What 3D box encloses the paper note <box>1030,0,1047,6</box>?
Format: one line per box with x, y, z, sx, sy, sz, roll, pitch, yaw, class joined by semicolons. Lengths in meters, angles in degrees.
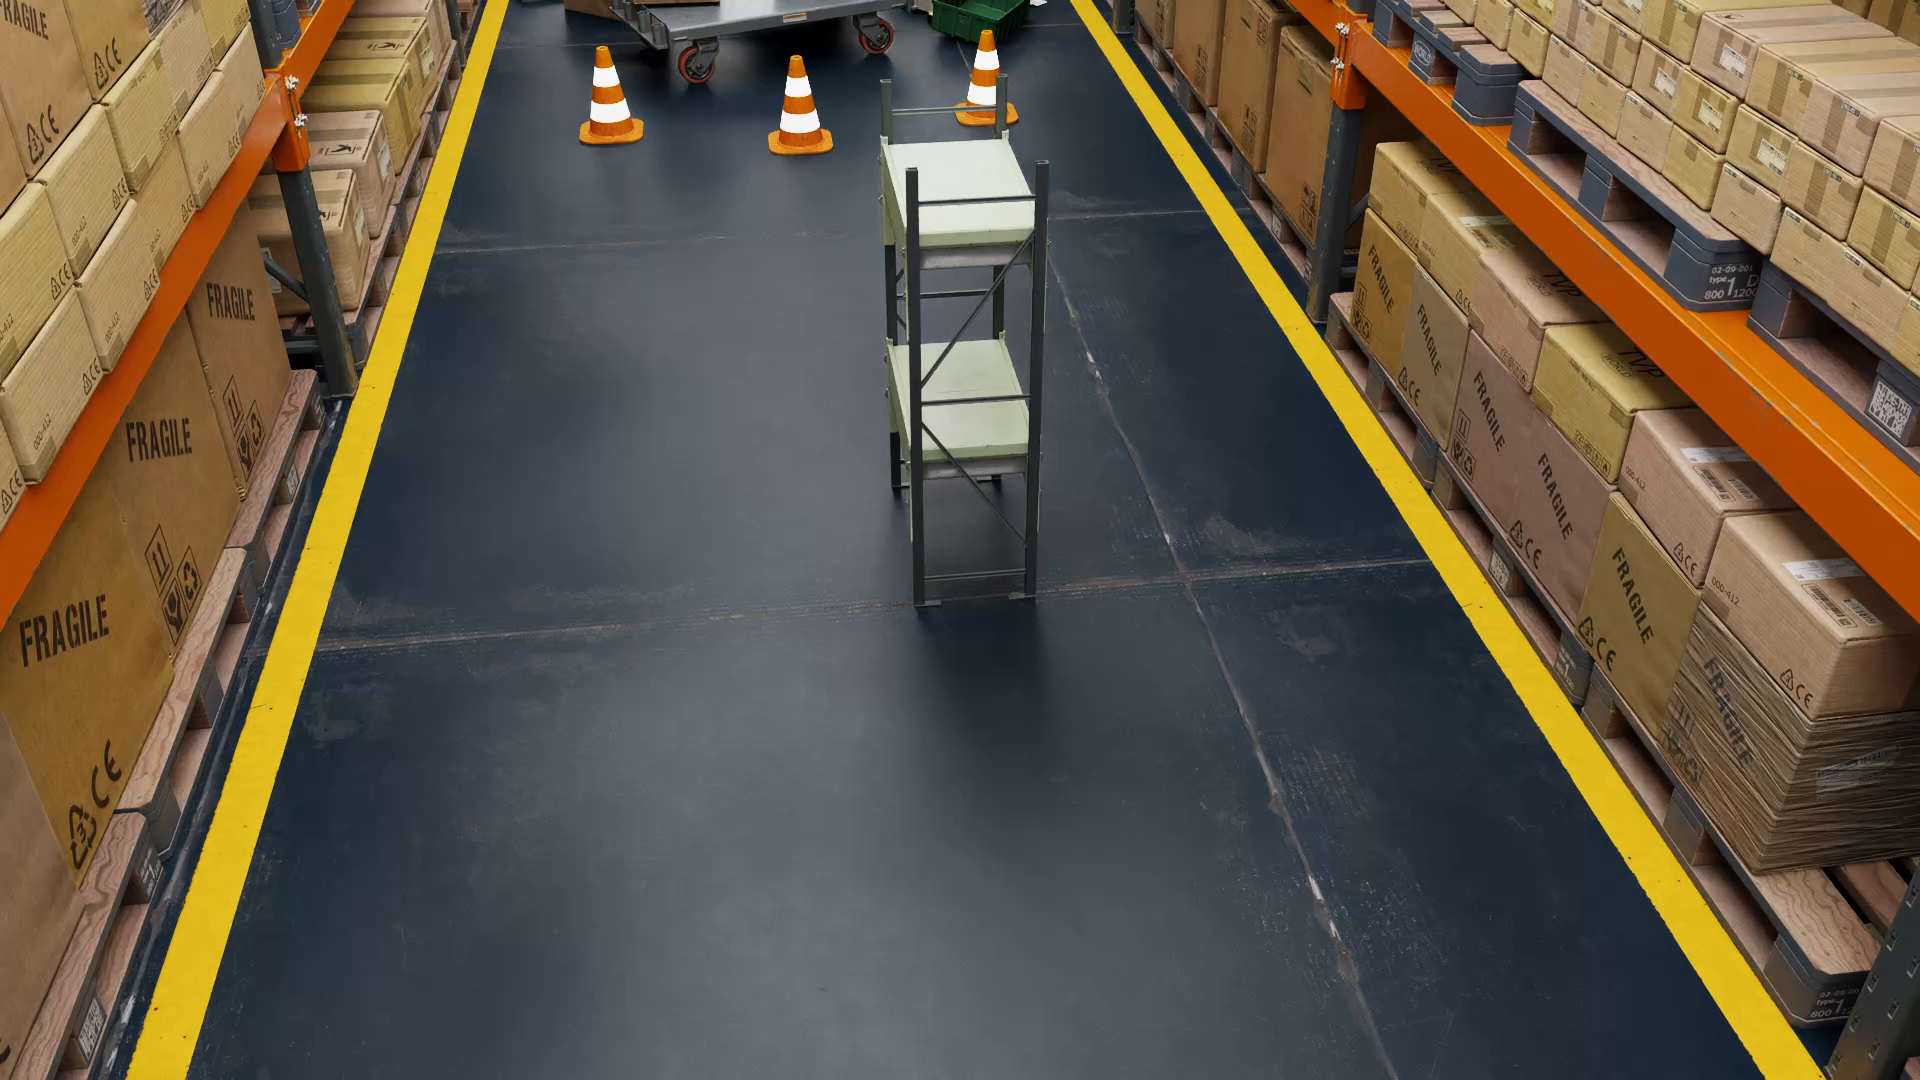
0.471;-3.536;10.911;0.142;0.020;0.147;27;43;34;paper note

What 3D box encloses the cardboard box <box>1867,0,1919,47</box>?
2.722;-1.434;4.512;0.380;0.149;0.250;-3;34;-5;cardboard box

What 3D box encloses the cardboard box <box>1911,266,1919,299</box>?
2.248;-0.539;3.463;0.380;0.149;0.250;-4;34;-6;cardboard box

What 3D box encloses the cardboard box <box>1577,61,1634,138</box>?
2.037;-1.289;4.828;0.380;0.149;0.250;-4;34;-6;cardboard box

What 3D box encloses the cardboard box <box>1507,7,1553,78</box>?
1.967;-1.578;5.252;0.380;0.149;0.250;-3;34;-4;cardboard box

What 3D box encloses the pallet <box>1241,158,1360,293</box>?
1.965;-1.517;7.789;1.003;0.211;1.213;-4;35;-6;pallet

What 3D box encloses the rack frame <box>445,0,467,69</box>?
-3.433;-4.025;8.993;1.000;3.000;0.127;-4;35;-6;rack frame

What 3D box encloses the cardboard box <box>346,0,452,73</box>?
-3.360;-2.820;9.185;0.950;0.372;0.625;-4;34;-6;cardboard box

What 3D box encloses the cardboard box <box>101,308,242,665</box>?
-2.769;-0.199;4.892;0.875;0.875;0.875;-4;34;-6;cardboard box

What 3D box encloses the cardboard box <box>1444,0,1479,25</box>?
1.892;-1.879;5.694;0.380;0.149;0.250;-3;34;-4;cardboard box

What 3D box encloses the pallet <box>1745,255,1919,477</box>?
2.576;-0.350;3.771;1.003;0.211;1.213;-4;35;-6;pallet

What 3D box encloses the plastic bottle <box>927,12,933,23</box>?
-0.074;-3.282;10.511;0.133;0.061;0.283;-24;41;-30;plastic bottle

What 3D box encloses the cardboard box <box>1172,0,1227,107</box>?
1.757;-2.822;8.852;1.050;0.750;0.750;-4;35;-6;cardboard box

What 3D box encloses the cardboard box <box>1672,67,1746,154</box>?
2.104;-1.127;4.326;0.380;0.149;0.250;-4;35;-6;cardboard box

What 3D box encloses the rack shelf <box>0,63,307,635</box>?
-2.626;-0.379;4.282;1.077;0.370;4.000;-4;35;-6;rack shelf

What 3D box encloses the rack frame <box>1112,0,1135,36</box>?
1.458;-4.456;9.625;1.000;3.000;0.127;-4;35;-6;rack frame

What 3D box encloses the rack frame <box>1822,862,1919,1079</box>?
2.534;0.008;3.075;1.000;3.000;0.127;-4;35;-6;rack frame

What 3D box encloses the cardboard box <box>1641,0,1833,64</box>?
2.075;-1.394;4.454;0.380;0.149;0.250;-5;35;-7;cardboard box

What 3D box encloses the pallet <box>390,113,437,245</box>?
-3.160;-1.756;8.139;1.003;0.211;1.213;-4;35;-6;pallet

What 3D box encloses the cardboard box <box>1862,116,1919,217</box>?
2.217;-0.811;3.598;0.380;0.149;0.250;-5;35;-8;cardboard box

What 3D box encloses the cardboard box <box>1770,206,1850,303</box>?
2.184;-0.692;3.953;0.380;0.149;0.250;-6;35;-9;cardboard box

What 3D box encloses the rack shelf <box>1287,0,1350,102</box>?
1.727;-3.043;8.190;1.077;0.370;4.000;-4;35;-6;rack shelf

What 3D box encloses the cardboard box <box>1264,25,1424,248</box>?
2.004;-1.815;7.374;1.050;0.750;0.750;-5;35;-7;cardboard box

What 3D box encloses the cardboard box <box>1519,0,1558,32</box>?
1.974;-1.691;5.154;0.380;0.149;0.250;-4;35;-6;cardboard box

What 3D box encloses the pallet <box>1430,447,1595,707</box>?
2.261;0.044;5.498;1.003;0.211;1.213;-4;35;-6;pallet

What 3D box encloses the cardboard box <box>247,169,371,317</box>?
-2.961;-1.197;6.803;0.950;0.372;0.625;-7;35;-10;cardboard box

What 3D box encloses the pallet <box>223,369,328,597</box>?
-2.864;-0.195;5.848;1.003;0.211;1.213;-4;35;-6;pallet

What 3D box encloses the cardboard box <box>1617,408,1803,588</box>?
2.128;-0.127;4.453;0.500;0.250;0.500;-3;34;-4;cardboard box

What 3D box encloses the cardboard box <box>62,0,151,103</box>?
-2.429;-1.415;4.187;0.500;0.500;0.500;-4;35;-6;cardboard box

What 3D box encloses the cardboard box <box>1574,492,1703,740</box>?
2.116;0.187;4.658;0.500;0.500;0.500;-5;35;-8;cardboard box

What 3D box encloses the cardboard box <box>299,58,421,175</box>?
-3.165;-2.031;8.028;0.950;0.372;0.625;-3;34;-5;cardboard box

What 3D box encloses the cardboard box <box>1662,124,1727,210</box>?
2.106;-0.995;4.397;0.380;0.149;0.250;-3;34;-4;cardboard box

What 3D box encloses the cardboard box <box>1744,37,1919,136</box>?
2.152;-1.095;4.015;0.380;0.149;0.250;-5;35;-8;cardboard box

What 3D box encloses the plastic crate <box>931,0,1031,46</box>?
0.137;-3.316;10.398;0.450;0.188;0.662;21;39;12;plastic crate

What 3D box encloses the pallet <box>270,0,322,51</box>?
-3.097;-2.103;6.343;1.213;0.211;1.003;-4;35;-6;pallet

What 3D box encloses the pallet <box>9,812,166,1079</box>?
-2.536;1.167;3.850;1.003;0.211;1.213;-4;35;-6;pallet

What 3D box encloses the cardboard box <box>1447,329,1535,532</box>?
1.983;-0.384;5.497;0.500;0.500;0.500;-5;35;-8;cardboard box

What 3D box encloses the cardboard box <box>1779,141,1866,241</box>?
2.177;-0.830;3.890;0.380;0.149;0.250;-5;35;-8;cardboard box

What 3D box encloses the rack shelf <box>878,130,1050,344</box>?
-0.001;-0.946;5.113;0.431;0.370;0.720;-4;35;-6;rack shelf

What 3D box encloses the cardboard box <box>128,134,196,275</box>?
-2.434;-0.902;4.543;0.500;0.250;0.500;-5;35;-7;cardboard box

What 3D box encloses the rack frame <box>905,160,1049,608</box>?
0.048;-0.419;5.033;0.400;1.500;0.023;-4;35;-6;rack frame

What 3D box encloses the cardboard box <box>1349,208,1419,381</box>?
1.839;-0.951;6.328;0.500;0.500;0.500;-6;35;-8;cardboard box

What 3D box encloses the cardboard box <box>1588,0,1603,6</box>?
2.007;-1.681;4.876;0.380;0.149;0.250;-3;34;-4;cardboard box

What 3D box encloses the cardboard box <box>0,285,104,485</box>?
-2.279;-0.340;3.719;0.500;0.250;0.500;-5;35;-7;cardboard box

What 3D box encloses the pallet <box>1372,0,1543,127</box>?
2.198;-1.755;5.832;1.213;0.211;1.003;-4;35;-6;pallet

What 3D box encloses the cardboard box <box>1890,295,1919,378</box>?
2.249;-0.413;3.543;0.380;0.149;0.250;-4;34;-6;cardboard box

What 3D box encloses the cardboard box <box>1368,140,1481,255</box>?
1.849;-1.271;6.133;0.500;0.250;0.500;-6;35;-9;cardboard box

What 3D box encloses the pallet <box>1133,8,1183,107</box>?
1.637;-2.879;9.787;1.003;0.211;1.213;-4;35;-6;pallet

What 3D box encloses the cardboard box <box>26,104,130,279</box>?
-2.346;-0.827;3.989;0.500;0.250;0.500;-5;35;-8;cardboard box

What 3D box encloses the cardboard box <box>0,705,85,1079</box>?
-2.520;0.804;3.421;0.875;0.875;0.875;-3;34;-5;cardboard box

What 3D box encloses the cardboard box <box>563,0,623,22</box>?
-2.229;-3.694;10.724;0.500;0.500;0.500;20;39;26;cardboard box

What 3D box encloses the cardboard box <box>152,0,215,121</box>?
-2.506;-1.401;4.831;0.500;0.250;0.500;-5;35;-8;cardboard box

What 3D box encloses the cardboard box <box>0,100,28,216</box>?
-2.292;-0.844;3.349;0.500;0.500;0.500;-5;35;-8;cardboard box

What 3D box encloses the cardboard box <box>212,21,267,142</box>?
-2.570;-1.468;5.374;0.500;0.250;0.500;-6;35;-8;cardboard box

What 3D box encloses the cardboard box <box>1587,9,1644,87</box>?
2.037;-1.413;4.746;0.380;0.149;0.250;-5;35;-7;cardboard box

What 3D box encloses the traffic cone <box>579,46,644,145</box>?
-1.879;-2.391;8.847;0.336;0.463;0.334;-4;35;-6;traffic cone

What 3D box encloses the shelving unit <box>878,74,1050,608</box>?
-0.001;-0.623;5.333;0.431;1.500;0.755;-4;35;-6;shelving unit

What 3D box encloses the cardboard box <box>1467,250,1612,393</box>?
1.971;-0.711;5.311;0.500;0.250;0.500;-4;34;-6;cardboard box
